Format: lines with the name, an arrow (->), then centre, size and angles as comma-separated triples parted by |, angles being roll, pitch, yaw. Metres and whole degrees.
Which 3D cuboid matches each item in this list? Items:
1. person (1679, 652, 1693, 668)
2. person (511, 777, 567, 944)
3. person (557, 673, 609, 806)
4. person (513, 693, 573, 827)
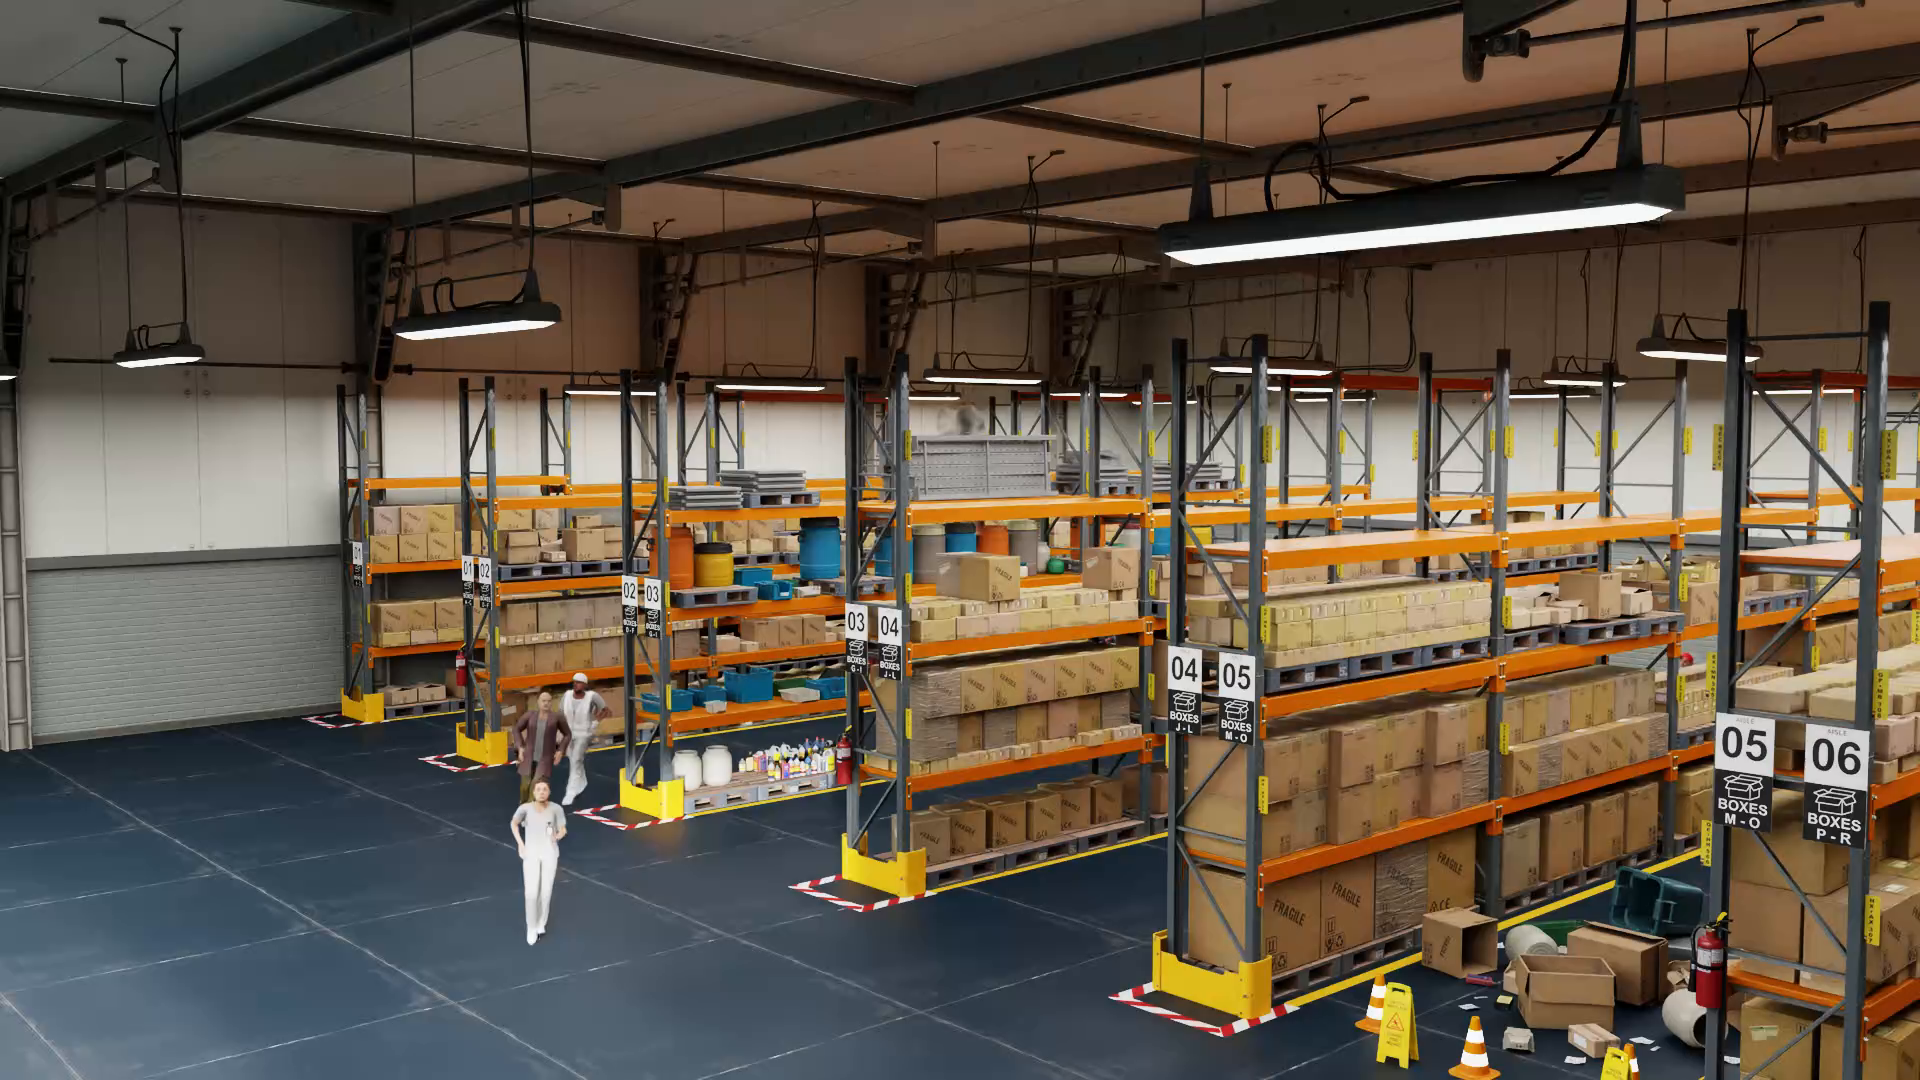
person -> 11.039, 2.595, 25.331 | 0.998, 1.781, 0.670 | -3, 5, -41
person -> -4.243, 3.232, 16.804 | 0.539, 1.673, 0.687 | -1, 4, -19
person -> -5.301, 2.757, 23.226 | 0.676, 1.842, 0.768 | 1, 4, 20
person -> -5.498, 2.865, 21.909 | 0.772, 1.729, 0.720 | -1, 4, -9
